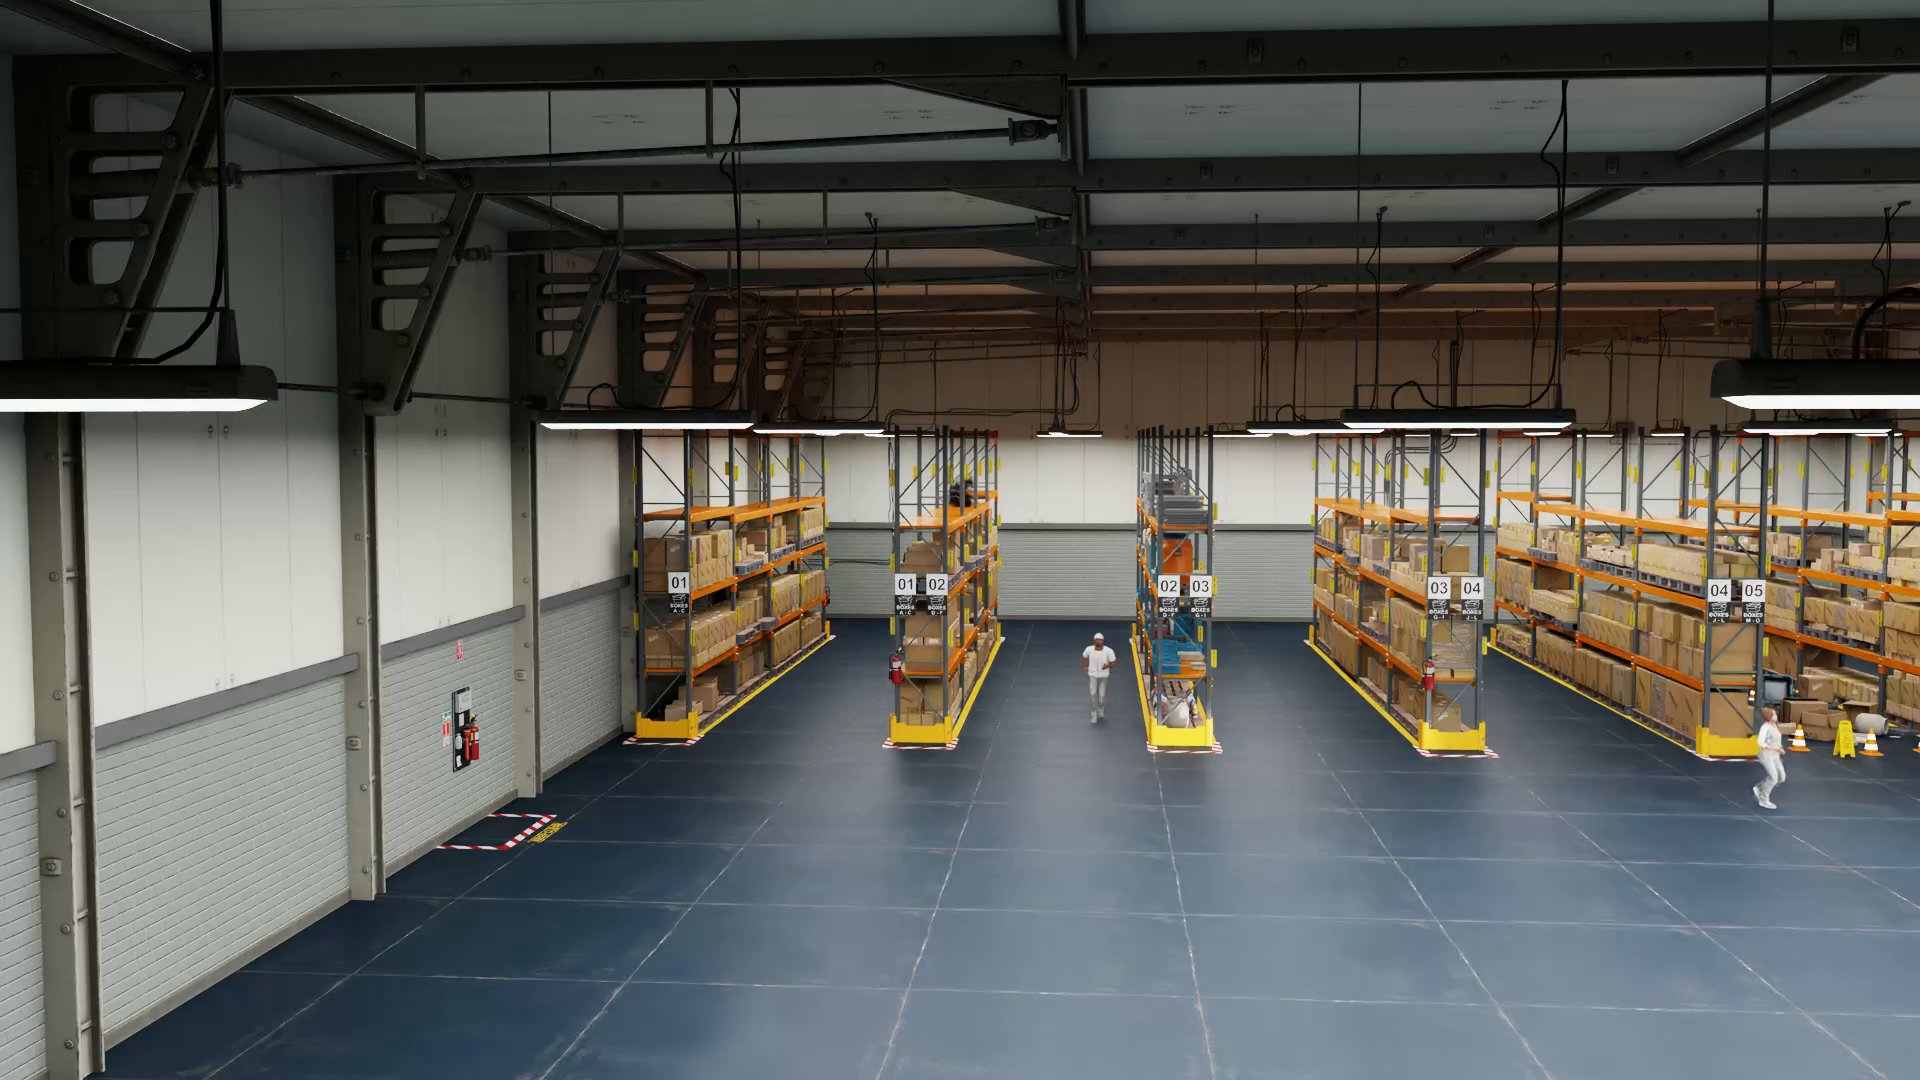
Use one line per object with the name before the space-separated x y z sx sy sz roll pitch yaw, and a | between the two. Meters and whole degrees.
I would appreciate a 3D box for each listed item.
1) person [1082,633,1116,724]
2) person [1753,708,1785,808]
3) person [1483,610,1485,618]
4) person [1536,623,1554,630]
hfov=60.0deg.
person | 2.831 2.803 33.920 0.698 1.818 0.740 0 3 8
person | 12.610 3.395 25.885 0.524 1.563 0.528 -3 5 -44
person | 13.567 2.217 44.071 0.663 1.752 0.647 0 3 6
person | 16.631 2.021 47.396 1.027 1.640 0.580 0 3 8
